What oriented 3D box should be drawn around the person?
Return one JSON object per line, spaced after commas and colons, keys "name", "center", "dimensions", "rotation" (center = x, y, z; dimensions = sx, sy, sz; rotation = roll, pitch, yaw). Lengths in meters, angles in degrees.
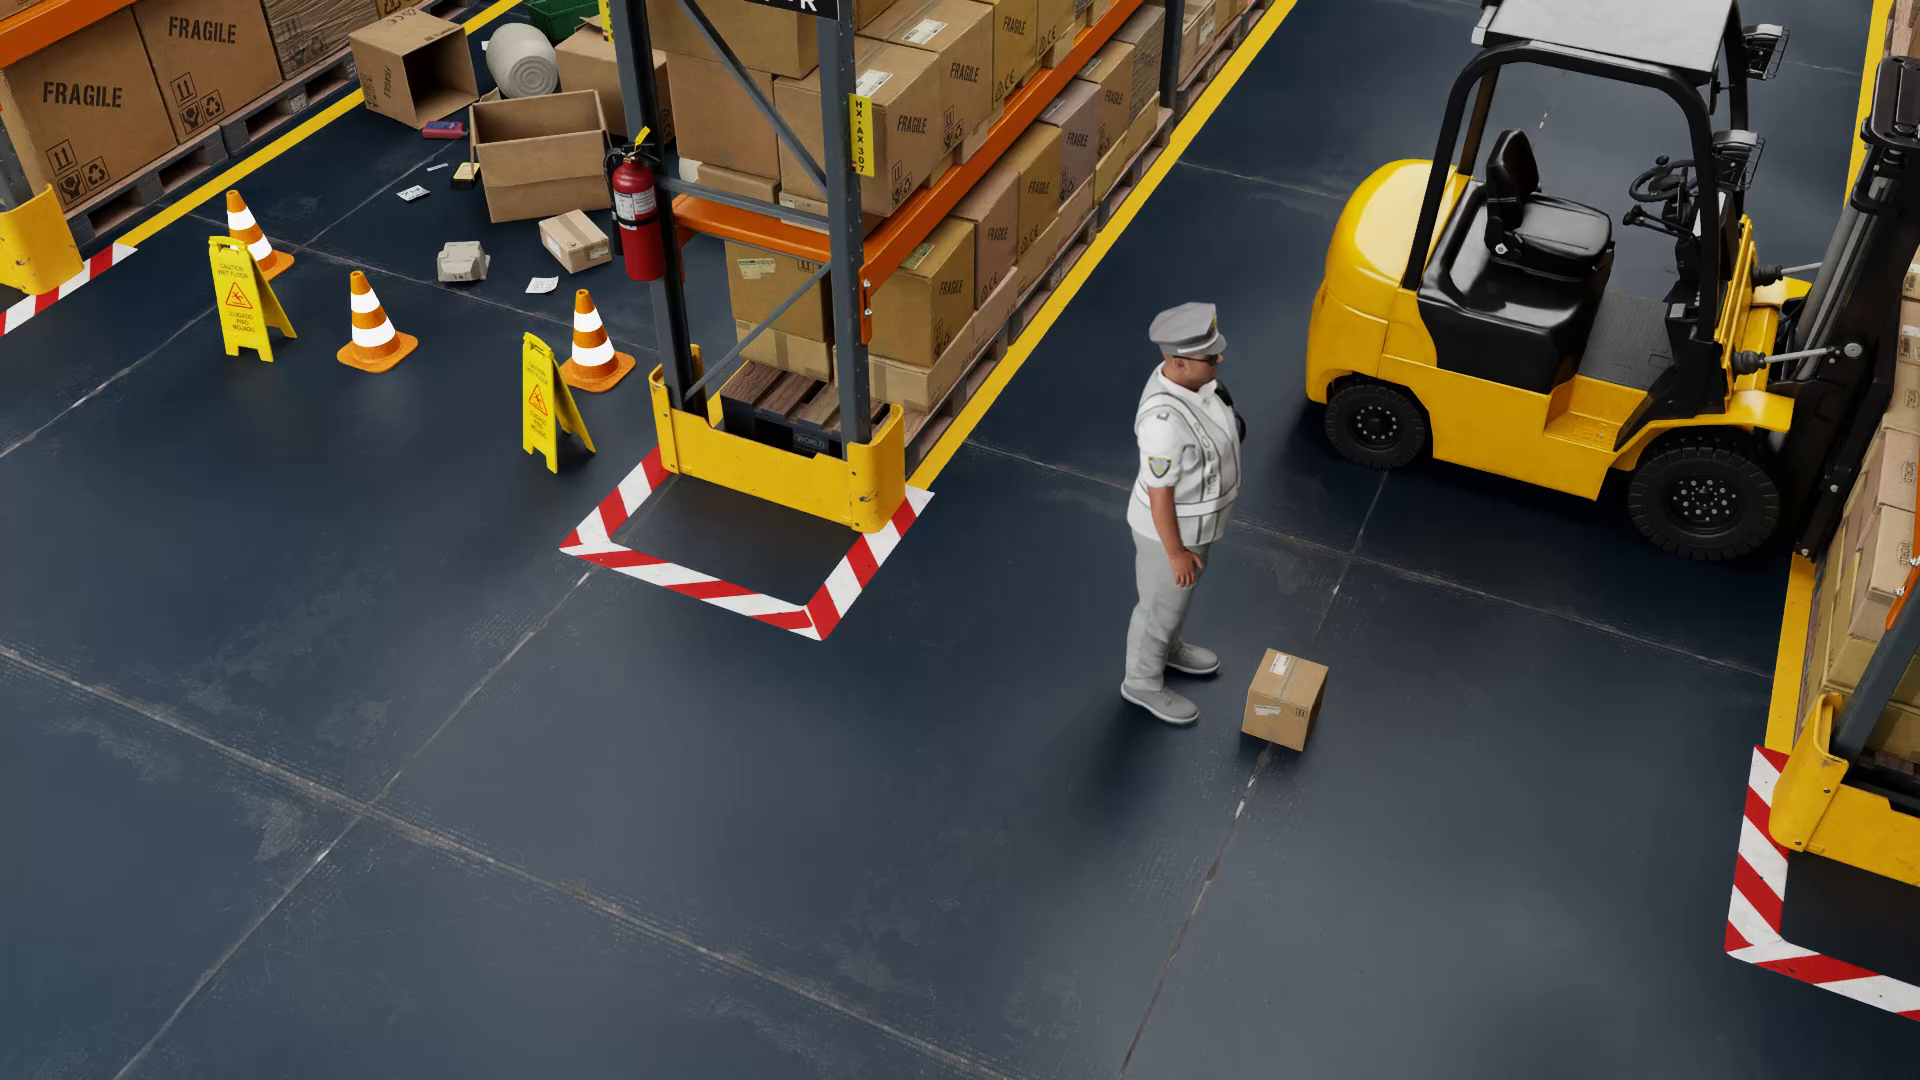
{"name": "person", "center": [0.841, -0.100, 6.228], "dimensions": [0.403, 1.784, 0.550], "rotation": [13, 43, 14]}
